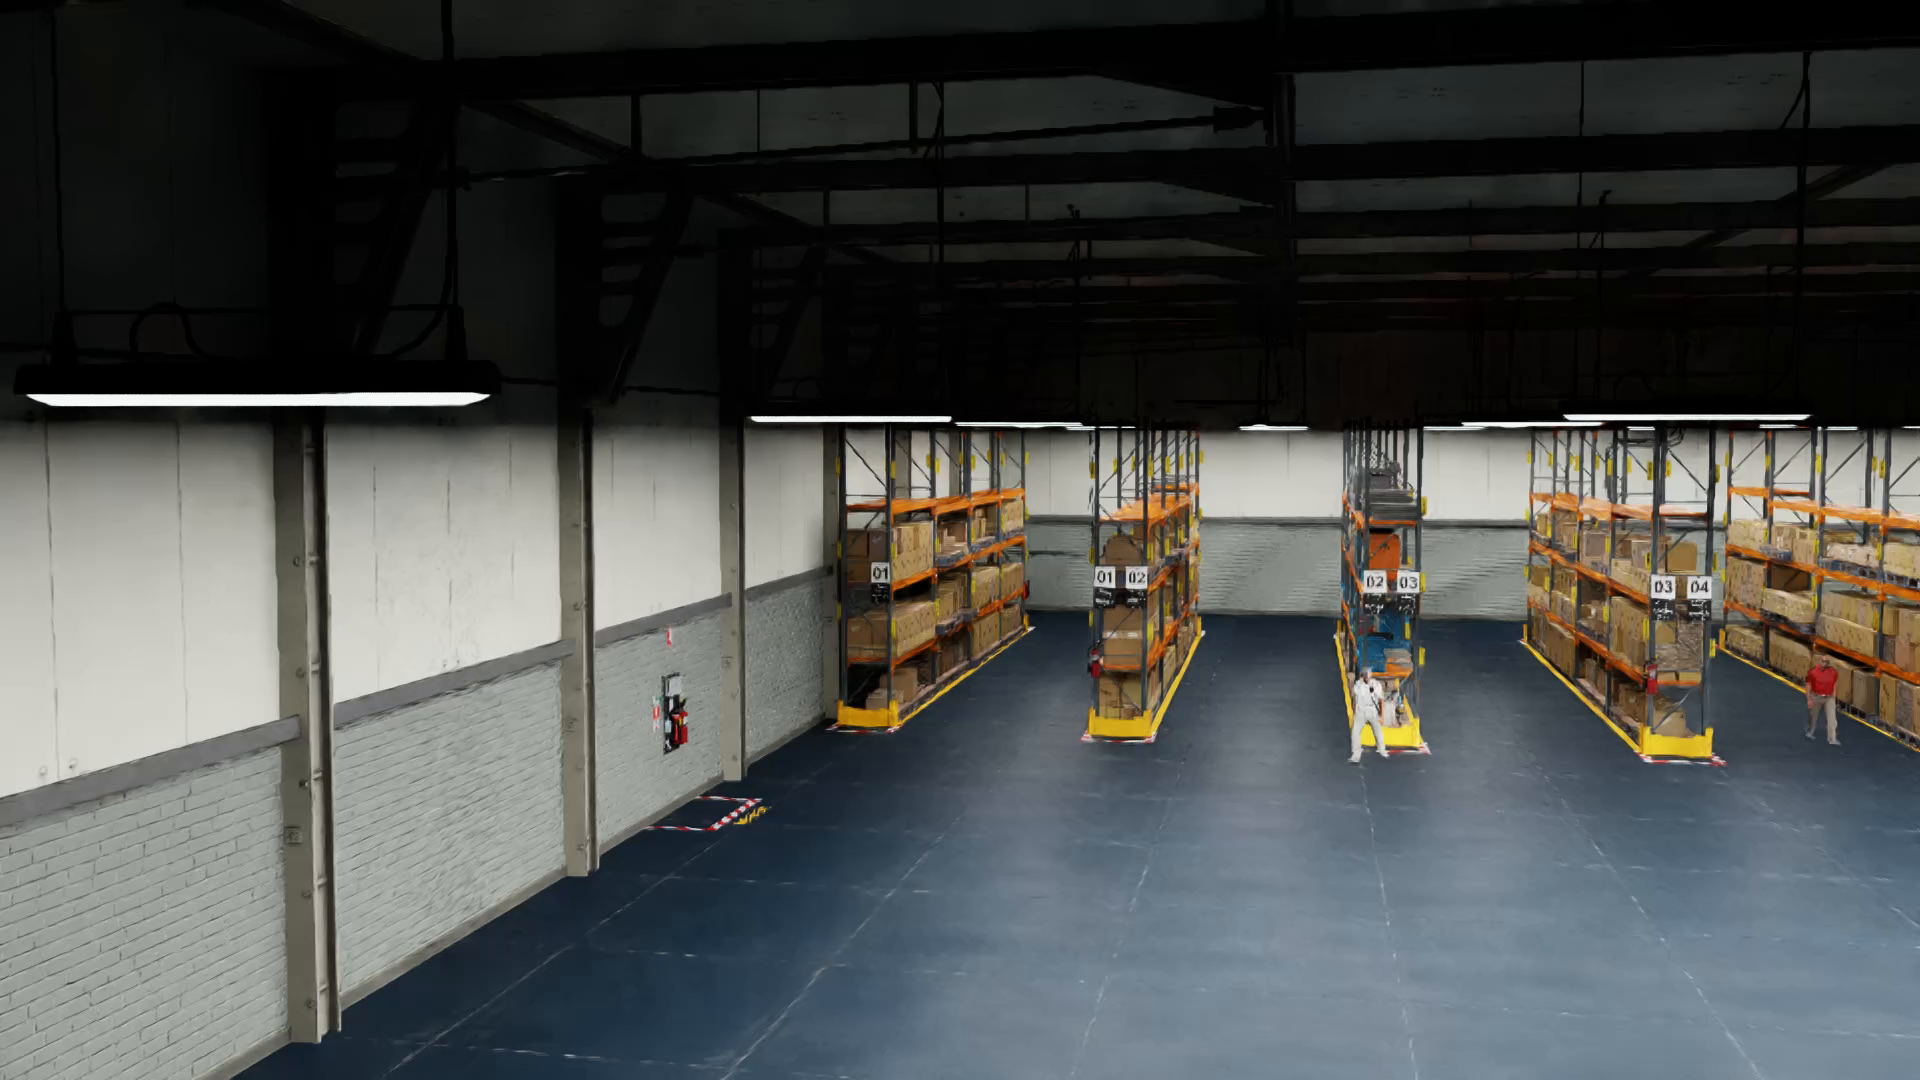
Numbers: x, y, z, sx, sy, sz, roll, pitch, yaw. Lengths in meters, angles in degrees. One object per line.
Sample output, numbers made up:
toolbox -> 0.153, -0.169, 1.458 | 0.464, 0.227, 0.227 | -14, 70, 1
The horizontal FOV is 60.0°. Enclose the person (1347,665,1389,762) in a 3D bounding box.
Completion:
person -> 7.105, 2.996, 28.886 | 0.579, 1.698, 0.974 | 2, 4, 32

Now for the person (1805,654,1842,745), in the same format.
person -> 15.828, 2.900, 30.551 | 0.542, 1.645, 1.126 | 1, 4, 14
